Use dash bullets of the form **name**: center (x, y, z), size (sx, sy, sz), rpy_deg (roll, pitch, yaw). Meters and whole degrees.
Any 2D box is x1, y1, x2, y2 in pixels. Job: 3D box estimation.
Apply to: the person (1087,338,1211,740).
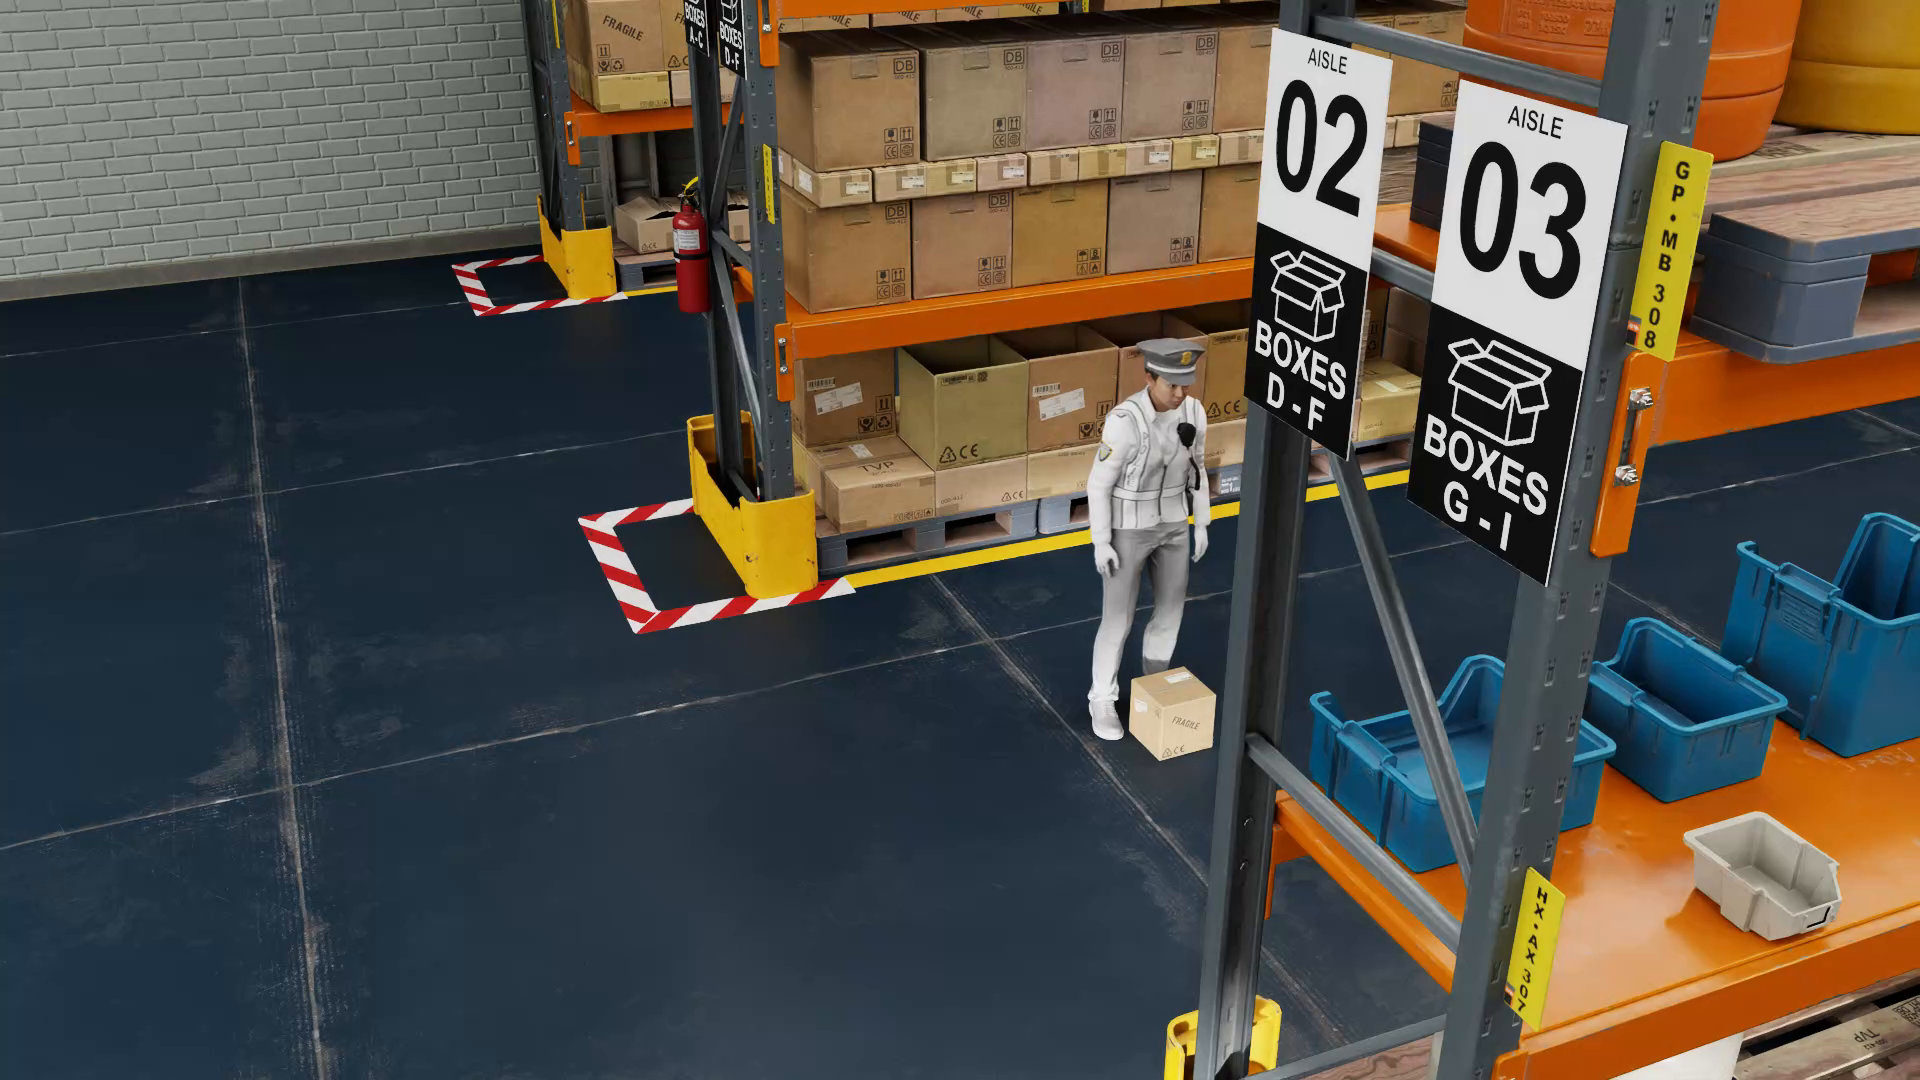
- **person**: center (0.758, -0.024, 6.657), size (0.530, 1.663, 0.371), rpy_deg (-10, 28, -20)
